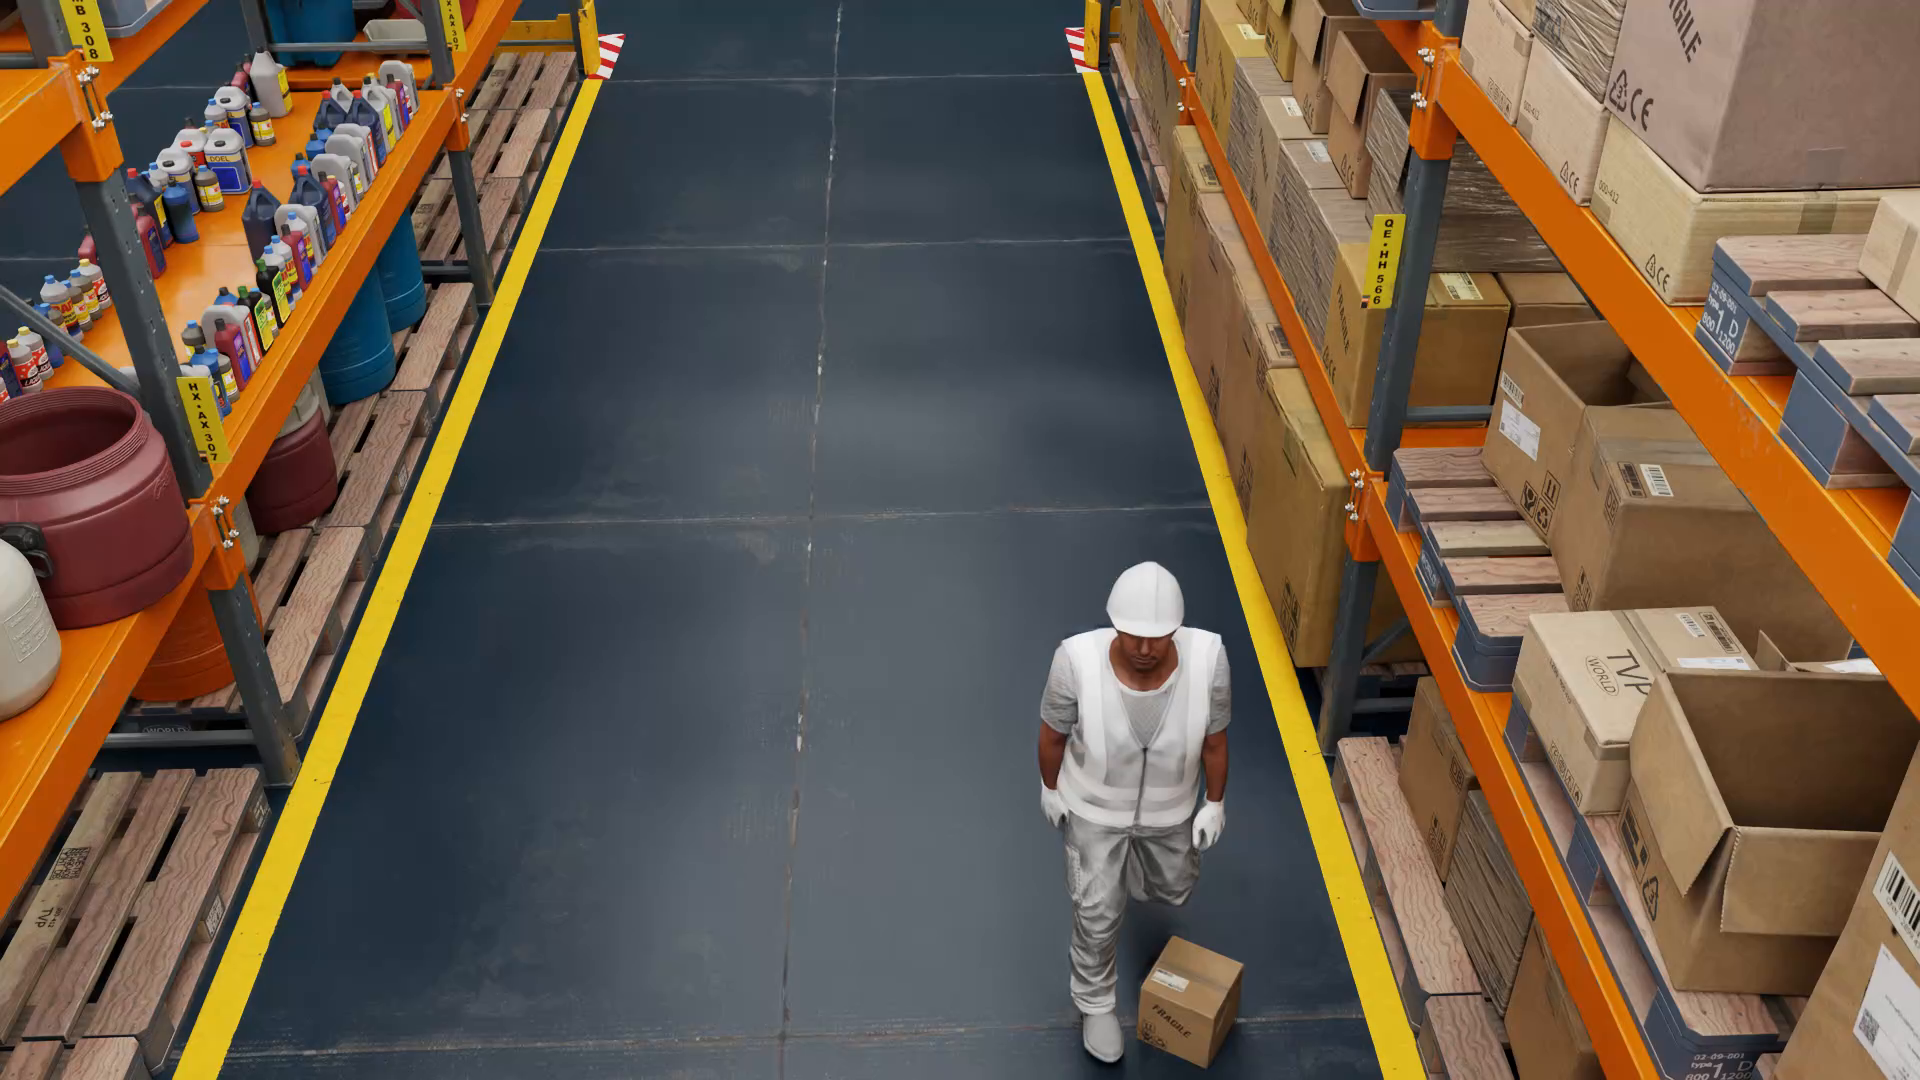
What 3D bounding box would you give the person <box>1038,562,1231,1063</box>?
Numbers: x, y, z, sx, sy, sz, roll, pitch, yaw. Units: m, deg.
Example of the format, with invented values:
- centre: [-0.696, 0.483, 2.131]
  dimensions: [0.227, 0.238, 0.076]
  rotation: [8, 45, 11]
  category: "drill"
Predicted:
- centre: [0.510, 0.723, 5.077]
  dimensions: [0.564, 1.762, 0.803]
  rotation: [-3, 35, -5]
  category: "person"
